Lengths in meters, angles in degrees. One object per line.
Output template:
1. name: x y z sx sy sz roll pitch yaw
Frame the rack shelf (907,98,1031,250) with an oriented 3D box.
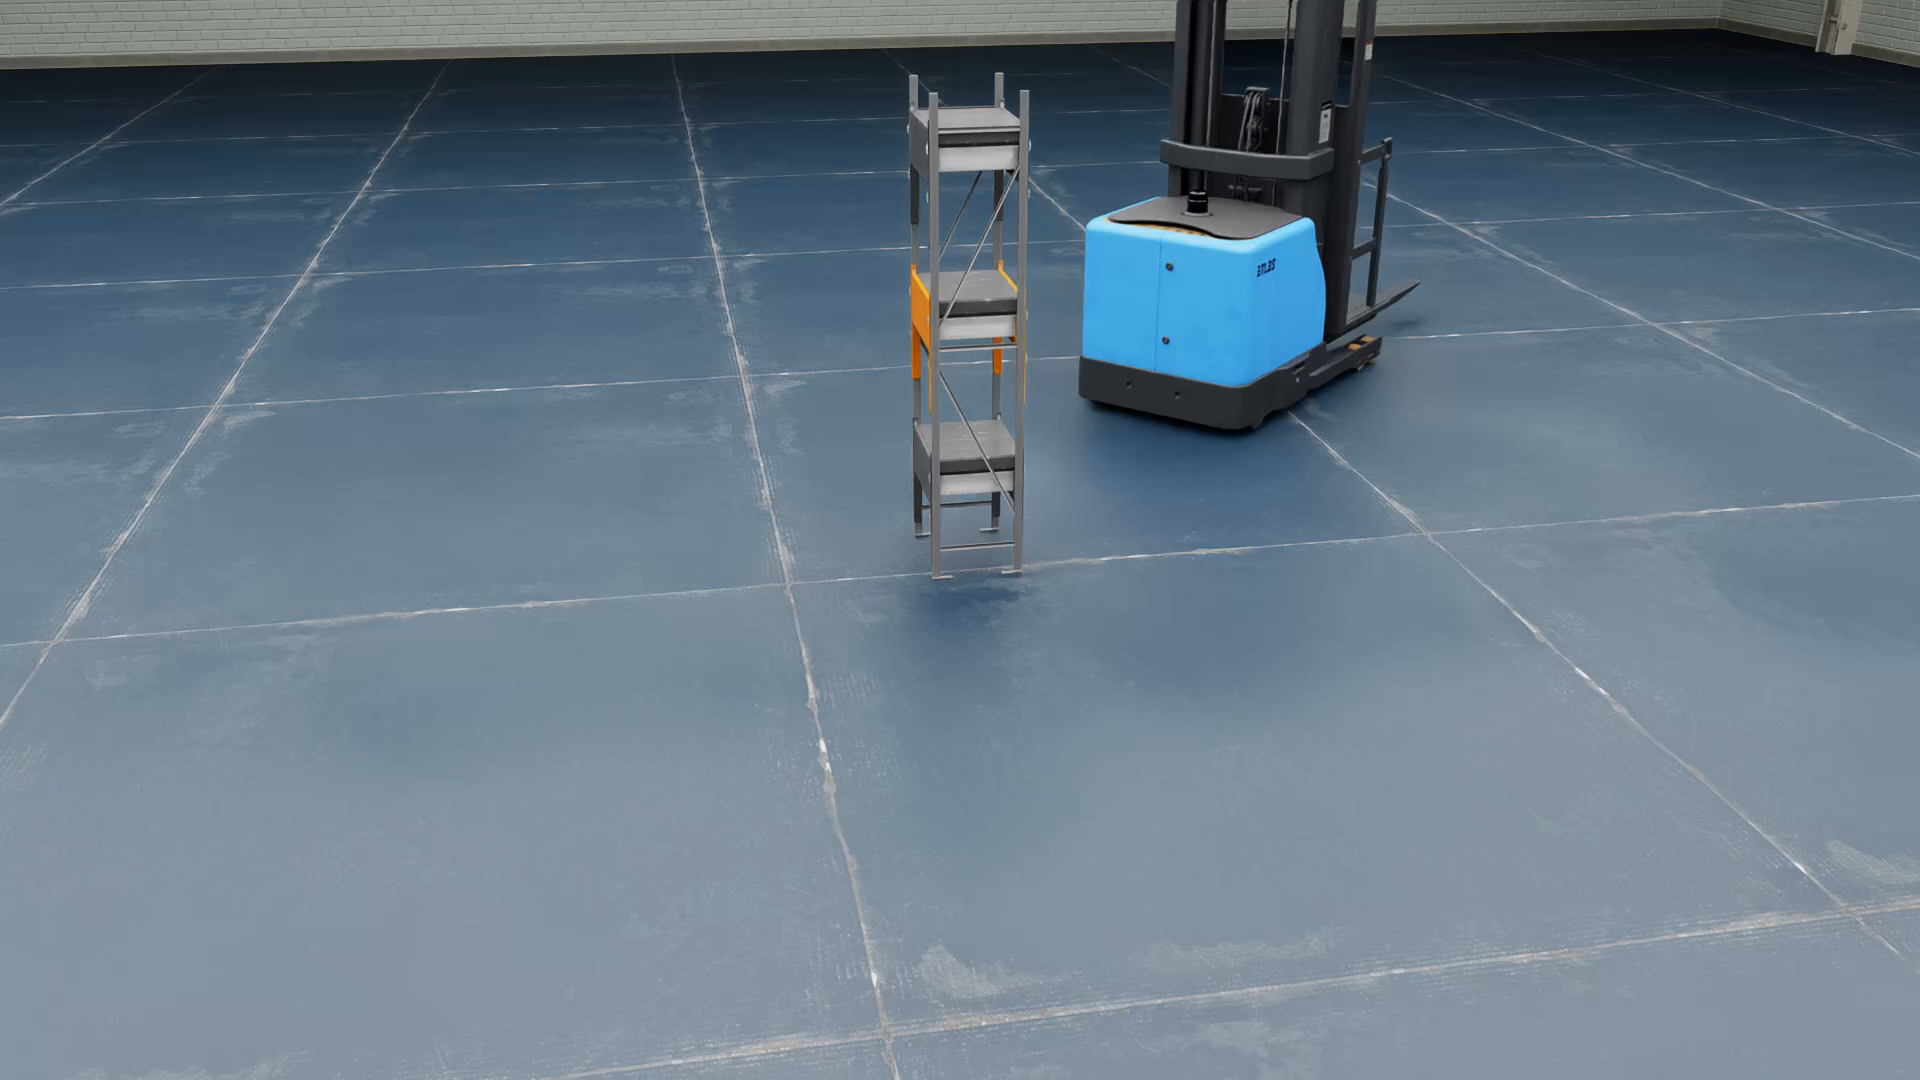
1. rack shelf: 0.031 -1.526 6.906 0.431 0.518 0.480 -4 24 -10

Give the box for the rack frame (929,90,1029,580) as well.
1. rack frame: 0.076 -0.801 6.961 0.400 2.100 0.015 -4 24 -10

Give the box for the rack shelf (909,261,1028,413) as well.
1. rack shelf: 0.031 -0.885 7.186 0.431 0.518 0.480 -4 24 -10

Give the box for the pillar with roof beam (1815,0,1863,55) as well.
1. pillar with roof beam: 8.145 -10.710 21.029 9.100 9.000 0.400 -4 24 -10

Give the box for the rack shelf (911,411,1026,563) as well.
1. rack shelf: 0.031 -0.243 7.466 0.431 0.518 0.480 -4 24 -10

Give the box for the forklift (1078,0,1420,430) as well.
1. forklift: 1.941 -2.467 9.737 1.130 2.935 3.031 16 28 32

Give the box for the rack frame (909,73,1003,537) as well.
1. rack frame: -0.015 -0.993 7.400 0.400 2.100 0.015 -4 24 -10

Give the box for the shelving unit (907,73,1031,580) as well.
1. shelving unit: 0.031 -0.897 7.181 0.431 2.100 0.503 -4 24 -10
